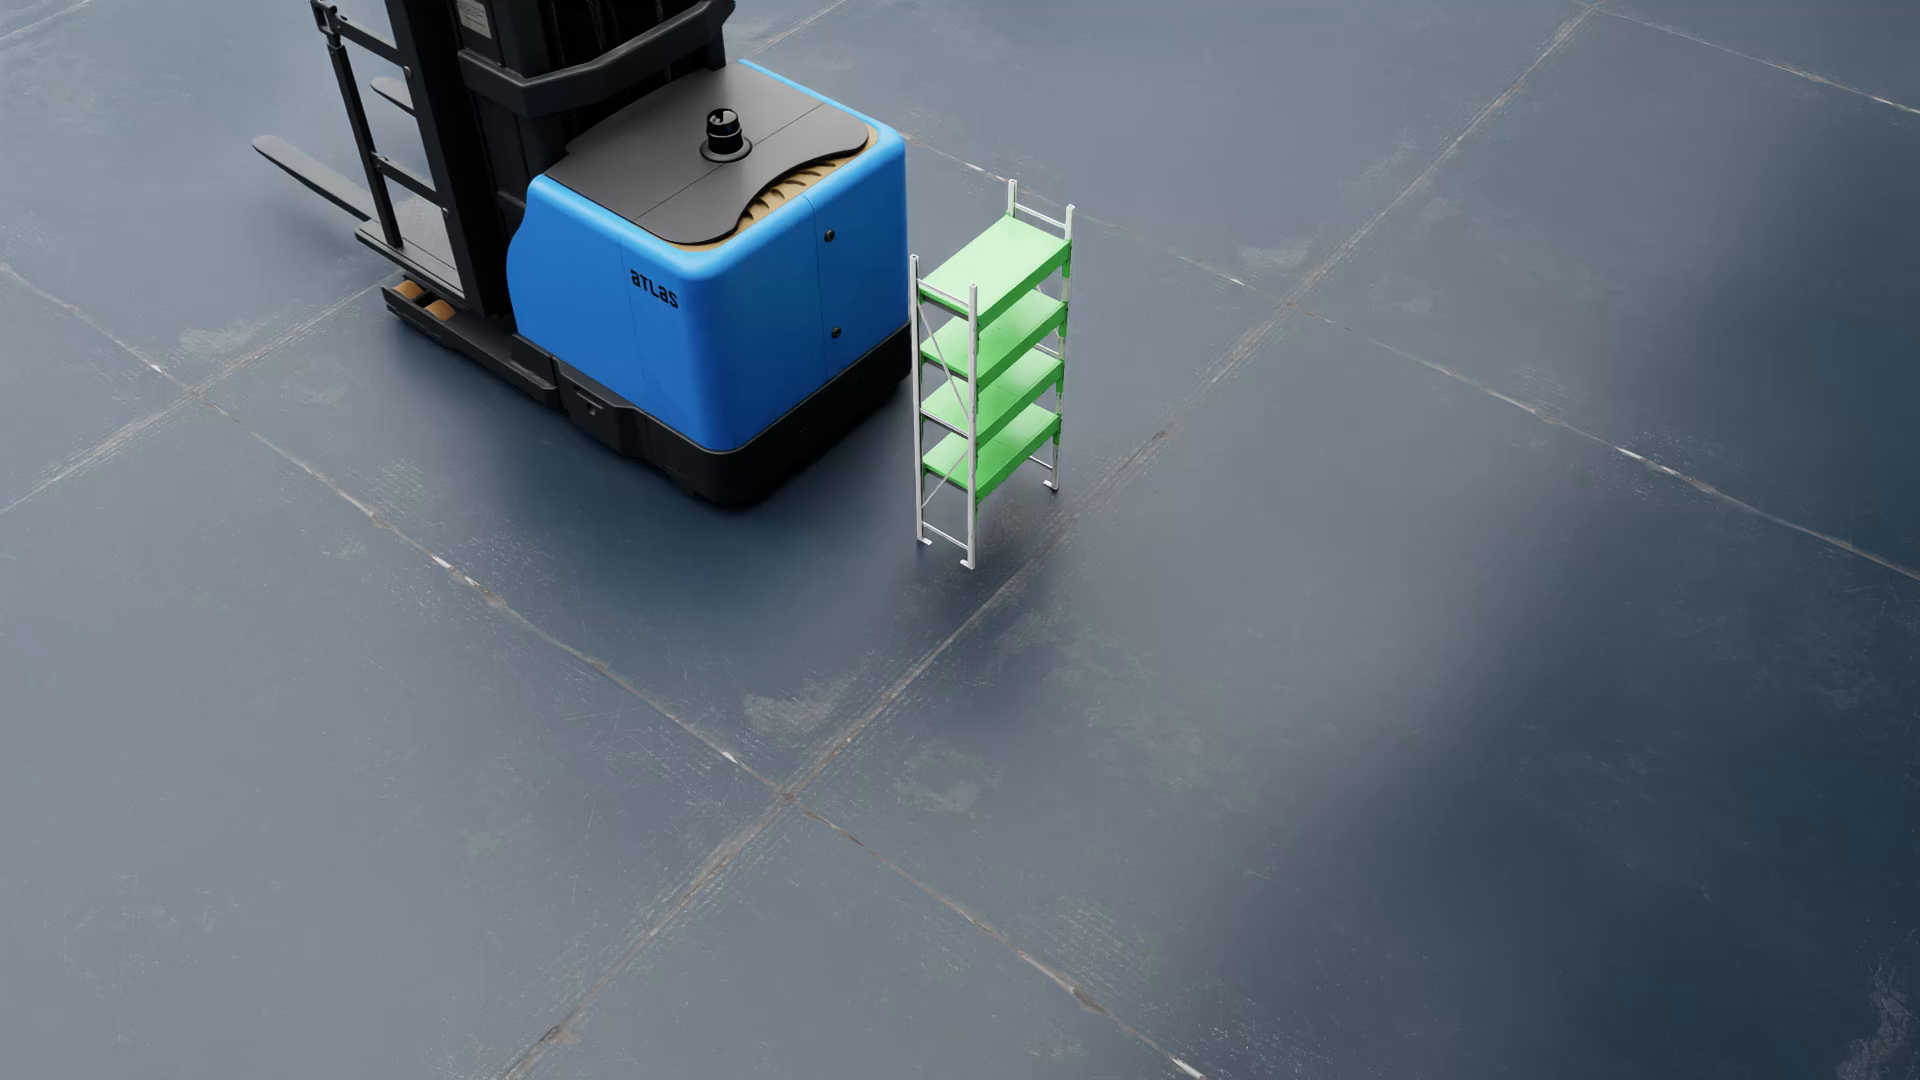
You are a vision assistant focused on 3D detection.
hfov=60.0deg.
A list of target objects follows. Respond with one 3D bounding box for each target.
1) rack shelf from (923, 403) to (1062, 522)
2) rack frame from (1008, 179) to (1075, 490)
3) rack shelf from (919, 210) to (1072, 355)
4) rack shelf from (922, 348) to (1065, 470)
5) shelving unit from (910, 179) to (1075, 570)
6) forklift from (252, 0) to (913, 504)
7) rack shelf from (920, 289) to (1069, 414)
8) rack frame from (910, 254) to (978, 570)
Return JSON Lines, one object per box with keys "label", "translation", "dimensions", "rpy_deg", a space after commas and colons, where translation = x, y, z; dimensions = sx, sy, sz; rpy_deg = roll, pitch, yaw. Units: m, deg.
{"label": "rack shelf", "translation": [0.101, -0.299, 5.626], "dimensions": [0.258, 0.148, 0.480], "rpy_deg": [29, 53, 25]}
{"label": "rack frame", "translation": [0.250, -0.649, 5.540], "dimensions": [0.240, 1.200, 0.015], "rpy_deg": [29, 53, 25]}
{"label": "rack shelf", "translation": [0.101, -0.797, 5.106], "dimensions": [0.258, 0.148, 0.480], "rpy_deg": [29, 53, 25]}
{"label": "rack shelf", "translation": [0.101, -0.465, 5.453], "dimensions": [0.258, 0.148, 0.480], "rpy_deg": [29, 53, 25]}
{"label": "shelving unit", "translation": [0.101, -0.509, 5.407], "dimensions": [0.258, 1.200, 0.503], "rpy_deg": [29, 53, 25]}
{"label": "forklift", "translation": [-1.629, -2.043, 5.675], "dimensions": [3.031, 2.935, 1.130], "rpy_deg": [31, 54, 26]}
{"label": "rack shelf", "translation": [0.101, -0.631, 5.279], "dimensions": [0.258, 0.148, 0.480], "rpy_deg": [29, 53, 25]}
{"label": "rack frame", "translation": [-0.048, -0.370, 5.273], "dimensions": [0.240, 1.200, 0.015], "rpy_deg": [29, 53, 25]}
